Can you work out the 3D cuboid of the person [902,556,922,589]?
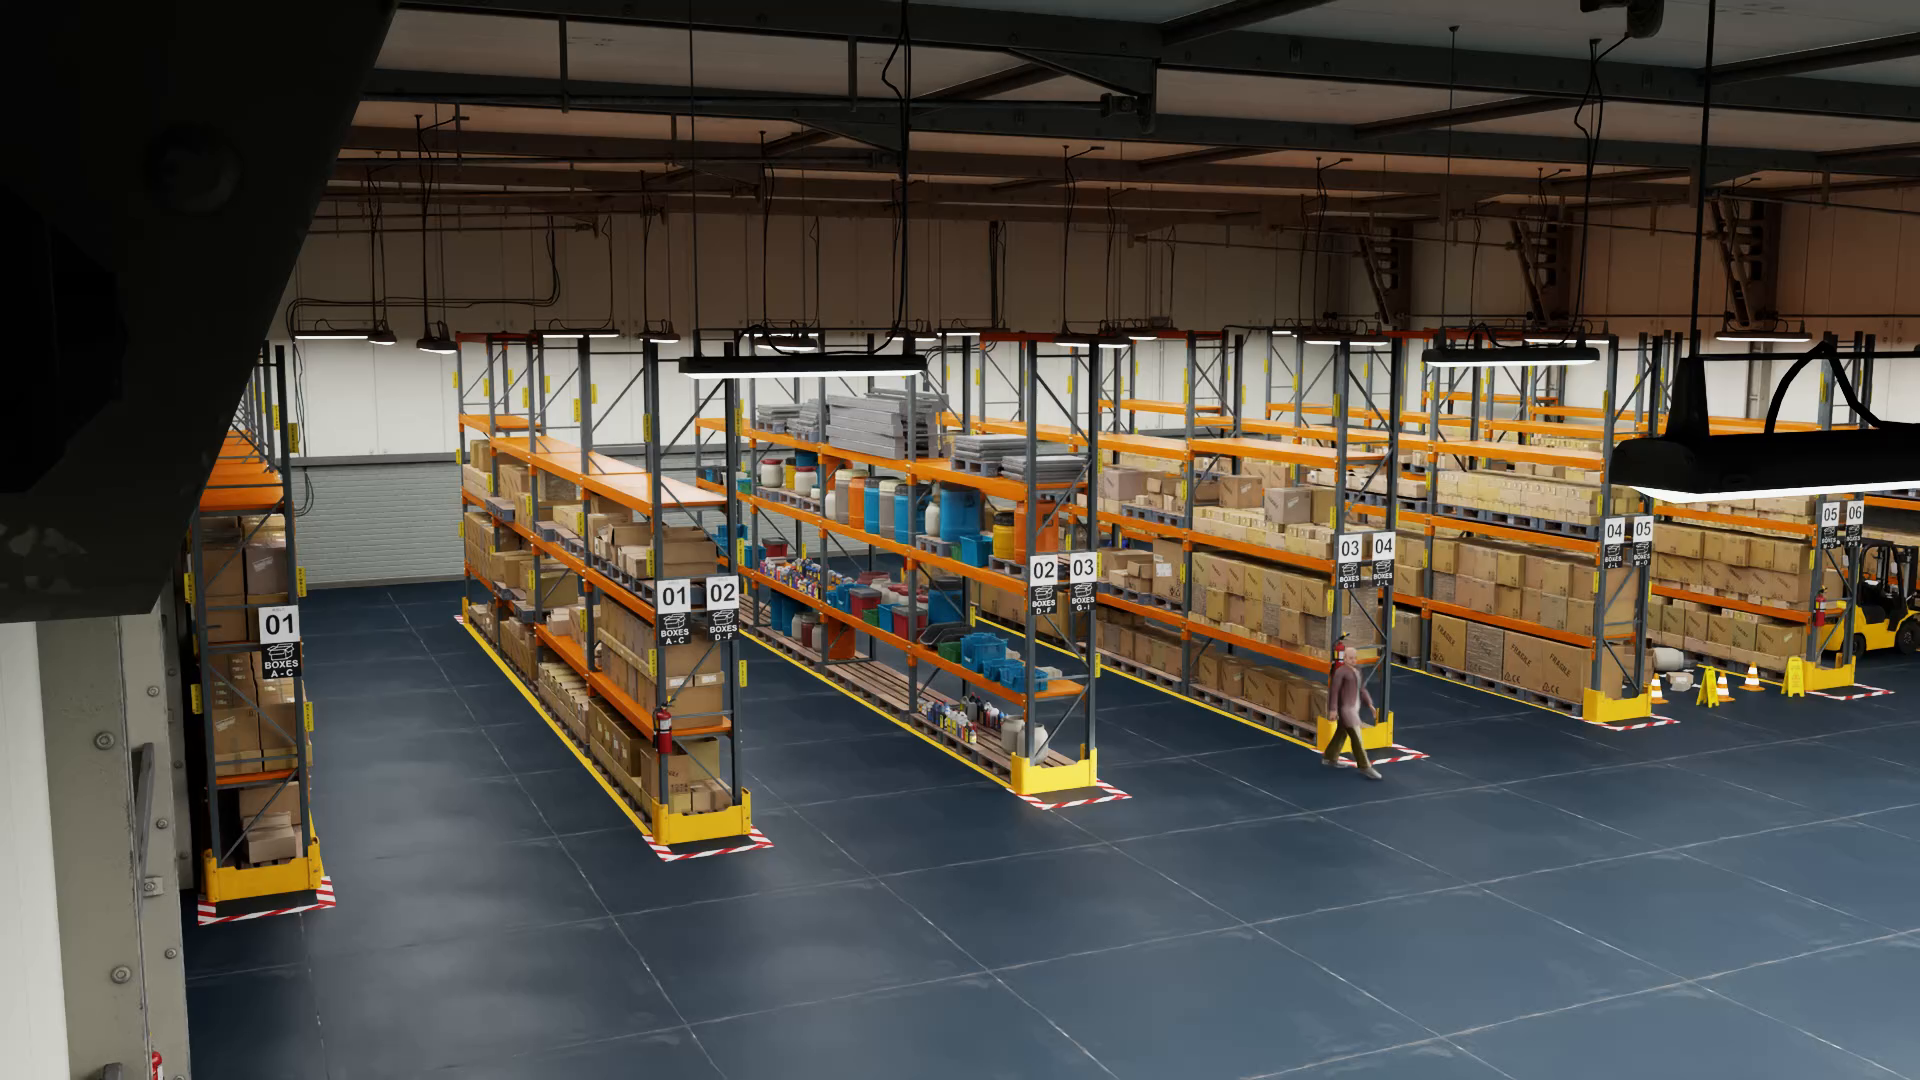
[{"bbox_3d":[-0.956,0.792,34.784,0.492,1.726,0.578,3,8,22],"label":"person"}]

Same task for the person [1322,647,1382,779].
[{"bbox_3d":[5.451,2.354,22.982,0.965,1.753,0.593,6,10,39],"label":"person"}]

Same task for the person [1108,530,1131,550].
[{"bbox_3d":[3.559,0.520,37.414,0.620,1.567,0.732,-2,8,-14],"label":"person"}]

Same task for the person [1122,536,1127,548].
[{"bbox_3d":[4.327,-0.453,44.158,0.454,1.649,0.756,4,9,28],"label":"person"}]
